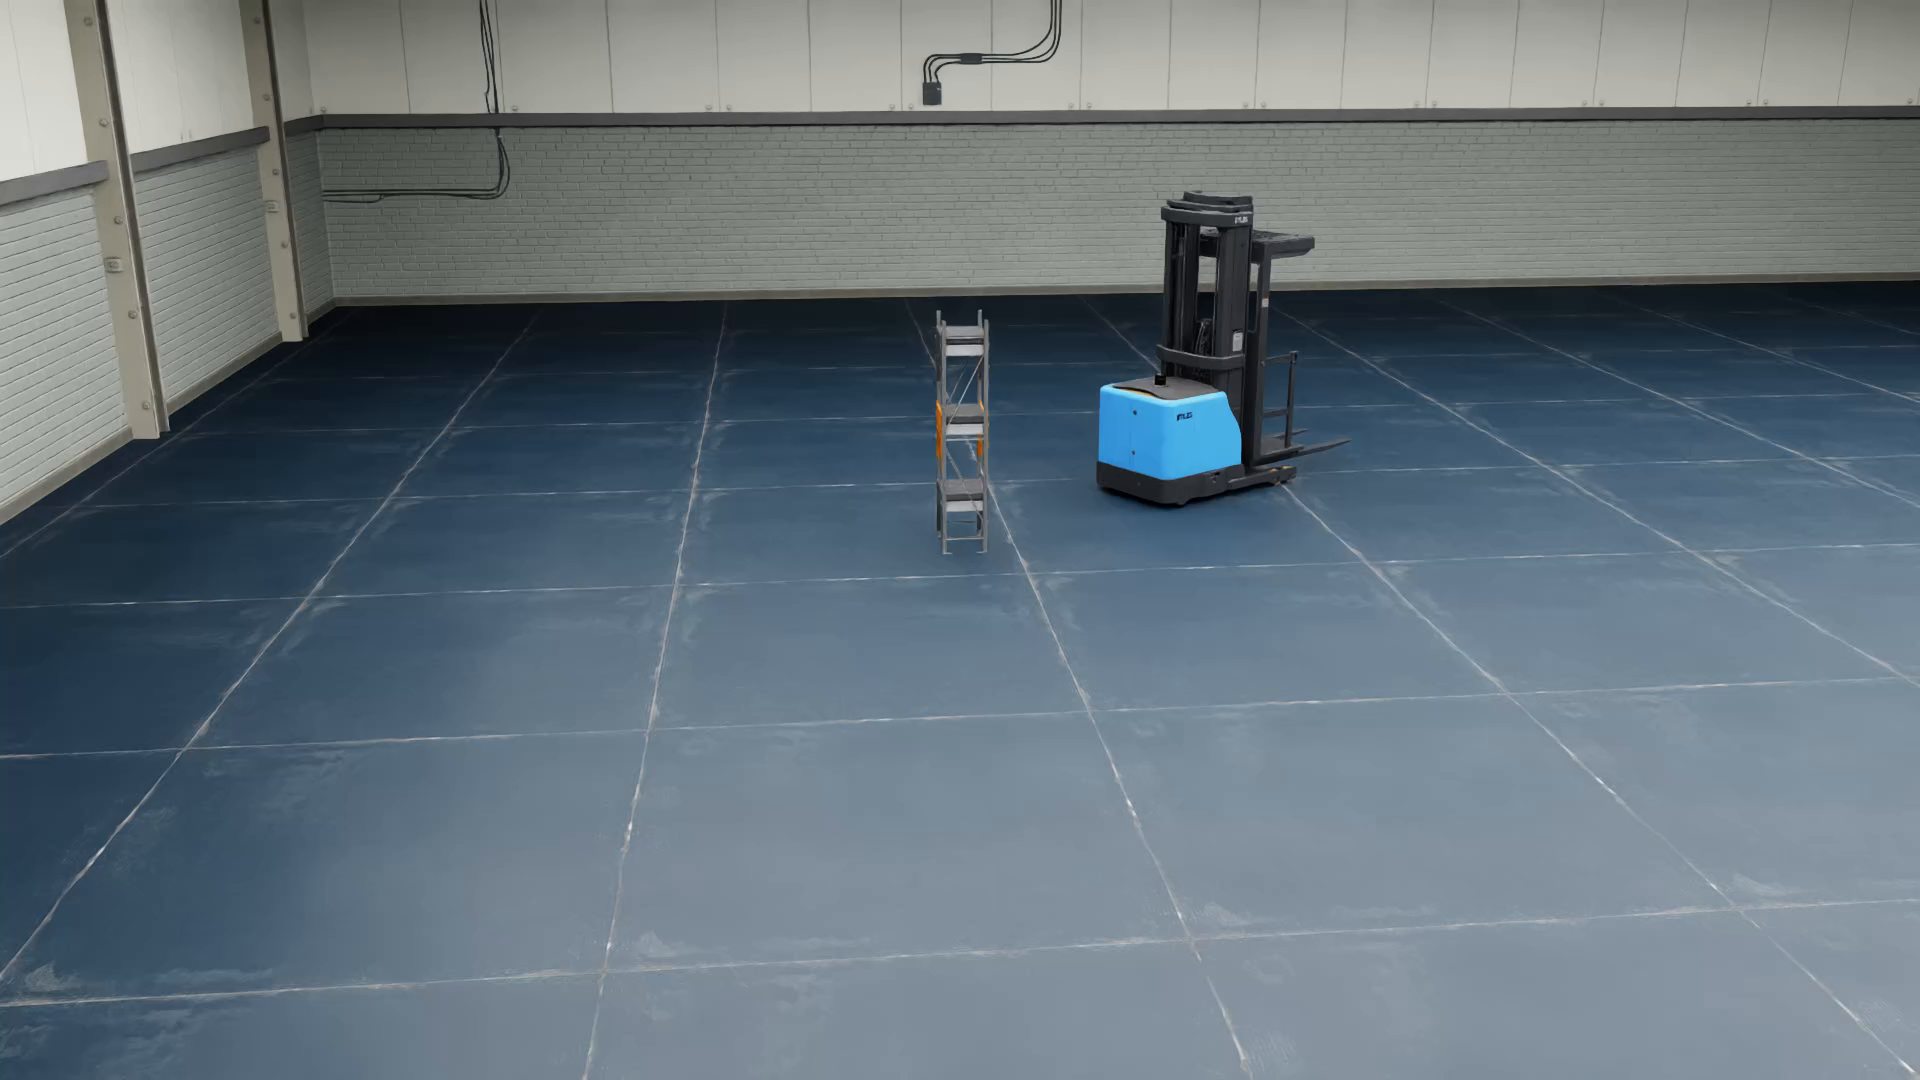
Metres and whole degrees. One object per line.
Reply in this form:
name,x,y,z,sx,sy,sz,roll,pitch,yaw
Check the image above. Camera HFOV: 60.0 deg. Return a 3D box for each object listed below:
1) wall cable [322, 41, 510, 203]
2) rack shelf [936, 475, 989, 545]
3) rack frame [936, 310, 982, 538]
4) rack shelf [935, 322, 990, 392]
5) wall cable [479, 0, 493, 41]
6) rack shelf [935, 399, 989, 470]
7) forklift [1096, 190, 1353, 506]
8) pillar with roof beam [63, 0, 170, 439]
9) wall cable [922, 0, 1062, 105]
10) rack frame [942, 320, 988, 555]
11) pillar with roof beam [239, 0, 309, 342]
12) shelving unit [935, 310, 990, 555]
wall cable,-8.912,-6.729,26.844,3.097,2.526,0.112,-2,18,-6
rack shelf,0.017,-0.272,14.992,0.431,0.518,0.480,-2,18,-6
rack frame,-0.008,-1.025,15.010,0.400,2.100,0.015,-2,18,-6
rack shelf,0.017,-1.607,14.573,0.431,0.518,0.480,-2,18,-6
wall cable,-6.222,-9.222,26.354,3.097,2.526,0.112,-2,18,-6
rack shelf,0.017,-0.939,14.782,0.431,0.518,0.480,-2,18,-6
forklift,2.851,-2.072,16.955,3.031,2.935,1.130,-13,22,-36
pillar with roof beam,-5.023,-5.637,18.183,9.100,9.000,0.400,-2,18,-6
wall cable,0.532,-10.122,26.789,2.305,6.003,0.169,-2,18,-6
rack frame,0.042,-0.880,14.547,0.400,2.100,0.015,-2,18,-6
pillar with roof beam,-5.642,-7.425,23.877,9.100,9.000,0.400,-2,18,-6
shelving unit,0.017,-0.952,14.778,0.431,2.100,0.503,-2,18,-6
